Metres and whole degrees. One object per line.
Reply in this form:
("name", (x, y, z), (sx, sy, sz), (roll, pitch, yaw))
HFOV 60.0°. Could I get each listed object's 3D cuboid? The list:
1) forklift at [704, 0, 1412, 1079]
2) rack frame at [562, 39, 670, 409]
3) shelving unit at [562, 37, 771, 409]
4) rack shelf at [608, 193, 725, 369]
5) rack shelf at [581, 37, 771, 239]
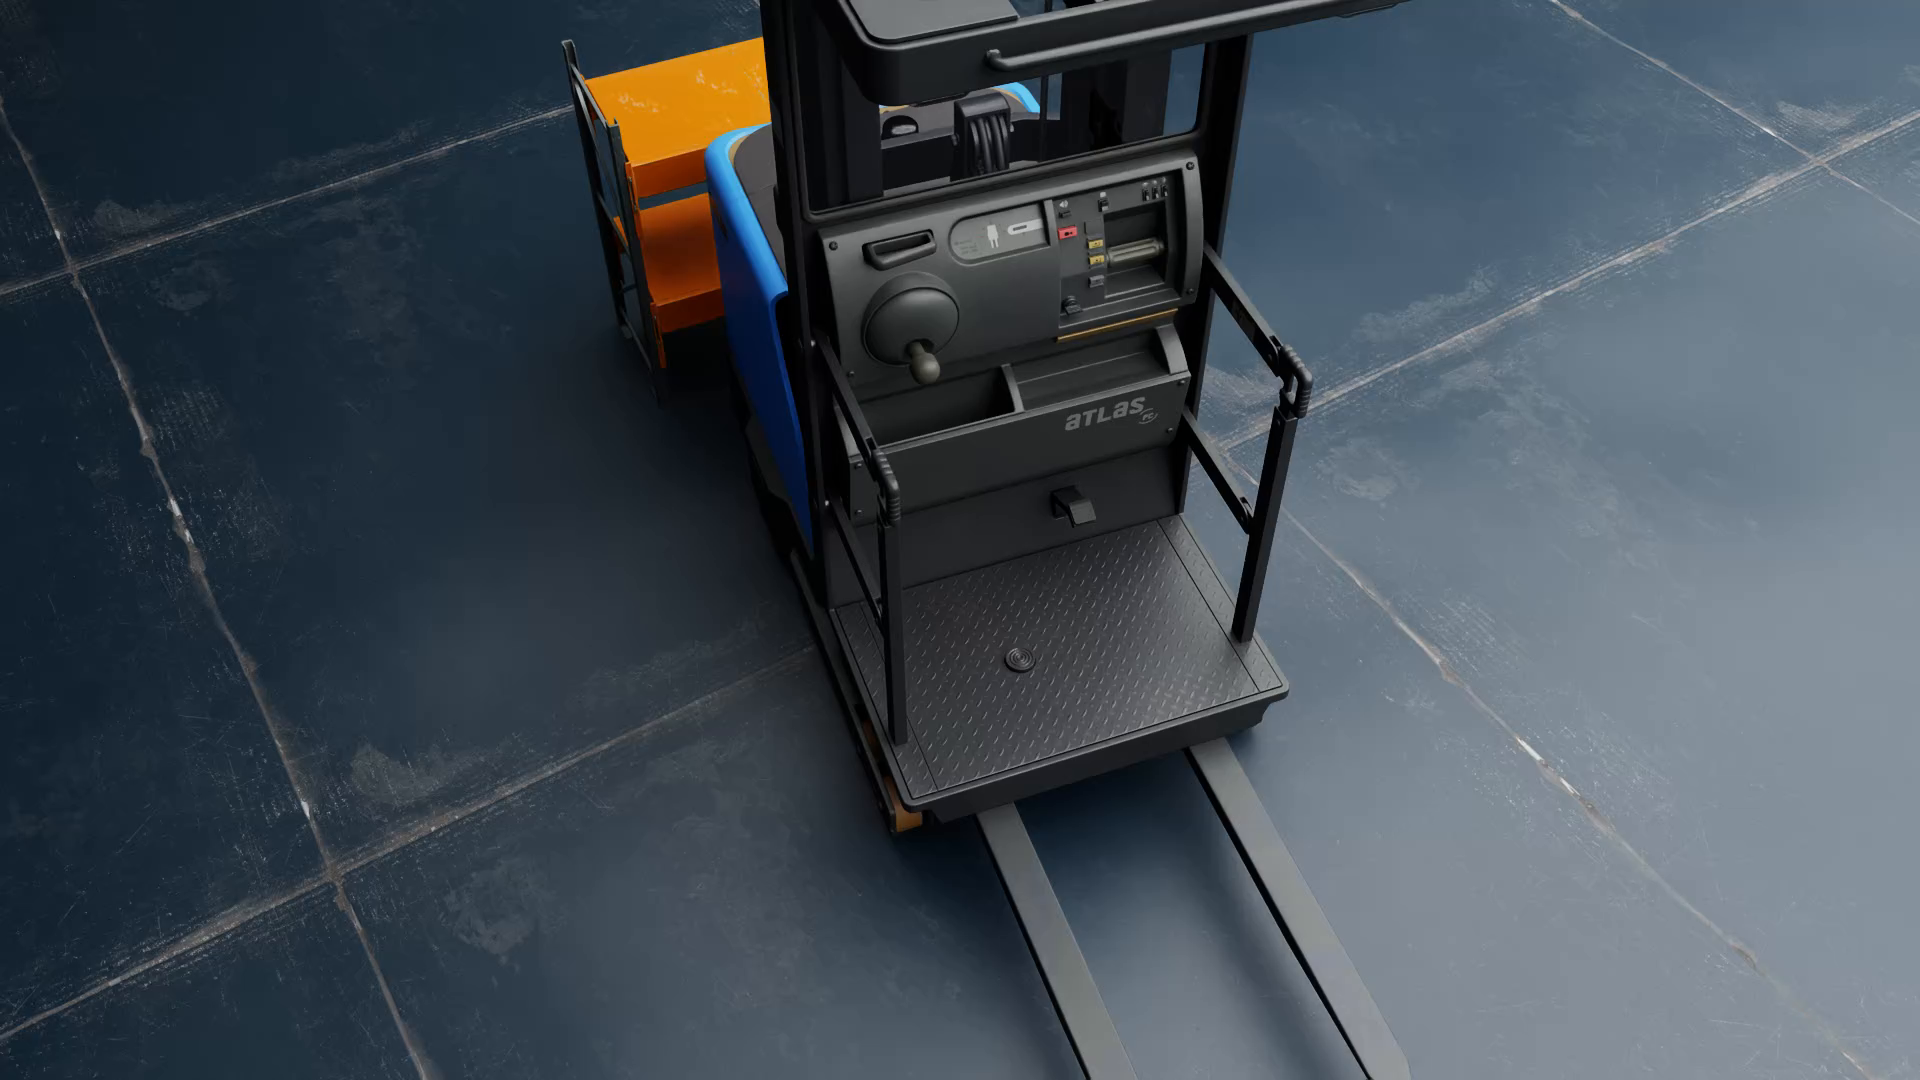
("forklift", (0.213, -0.537, 3.766), (1.130, 2.935, 3.031), (-15, 50, -13))
("rack frame", (-1.106, -0.992, 5.380), (0.032, 1.125, 0.500), (-19, 51, -16))
("shelving unit", (-0.645, -1.152, 5.523), (1.048, 1.125, 0.538), (-19, 51, -16))
("rack shelf", (-0.645, -0.990, 5.706), (1.000, 0.278, 0.538), (-19, 51, -16))
("rack shelf", (-0.645, -1.347, 5.305), (1.000, 0.278, 0.538), (-19, 51, -16))
